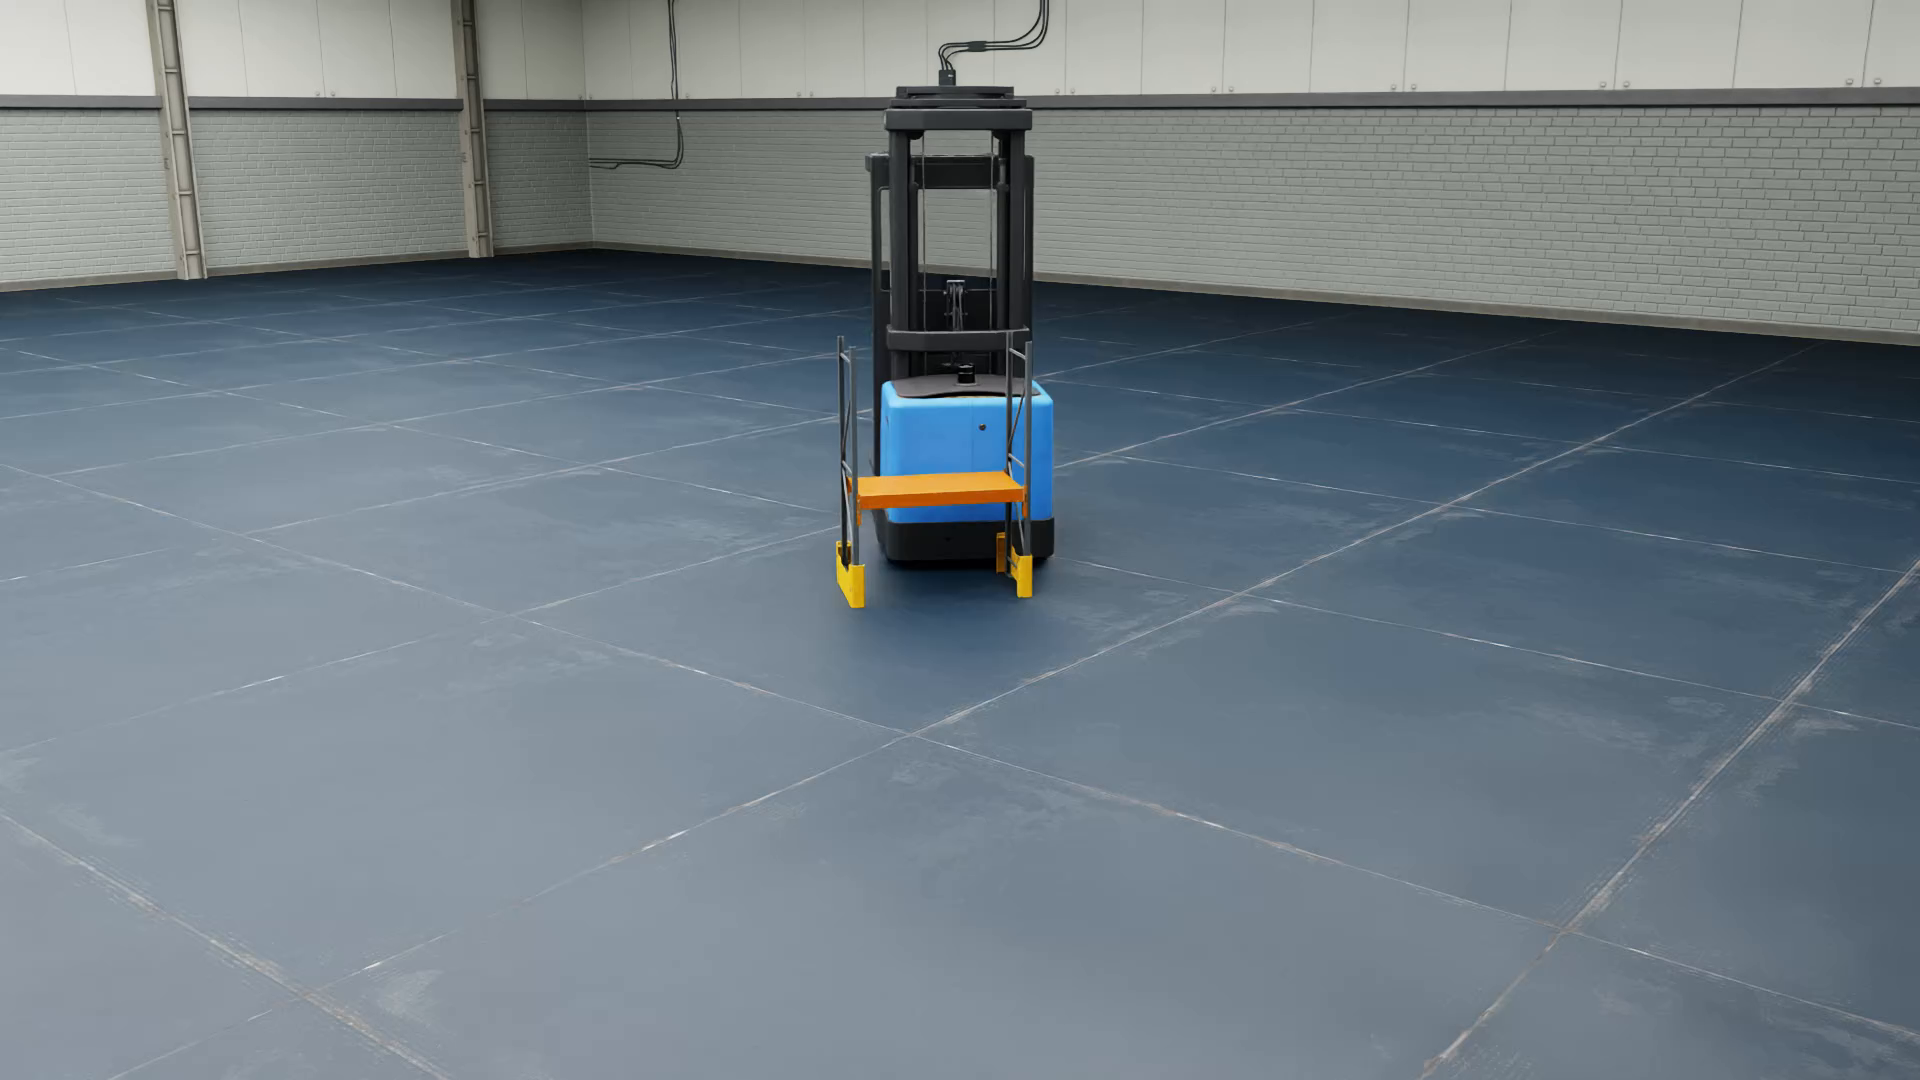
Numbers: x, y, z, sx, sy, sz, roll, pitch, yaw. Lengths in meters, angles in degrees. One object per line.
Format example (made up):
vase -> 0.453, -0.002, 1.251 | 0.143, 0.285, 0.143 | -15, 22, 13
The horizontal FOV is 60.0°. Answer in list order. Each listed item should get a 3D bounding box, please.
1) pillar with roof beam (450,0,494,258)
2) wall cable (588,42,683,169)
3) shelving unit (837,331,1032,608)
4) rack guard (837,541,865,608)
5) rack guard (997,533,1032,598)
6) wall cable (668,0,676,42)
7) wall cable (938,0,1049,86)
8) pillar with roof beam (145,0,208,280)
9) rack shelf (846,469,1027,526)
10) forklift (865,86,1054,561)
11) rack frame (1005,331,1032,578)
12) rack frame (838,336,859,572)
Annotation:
pillar with roof beam -> -6.364, -9.439, 30.002 | 9.100, 9.000, 0.400 | 11, 18, 38
wall cable -> -6.832, -8.960, 34.422 | 3.097, 2.526, 0.112 | 11, 18, 38
shelving unit -> -0.160, -0.433, 9.780 | 1.083, 1.500, 0.587 | -3, 15, -12
rack guard -> -0.647, 0.199, 9.831 | 0.087, 0.250, 0.587 | -3, 15, -12
rack guard -> 0.326, 0.147, 10.038 | 0.087, 0.250, 0.587 | -3, 15, -12
wall cable -> -4.728, -10.989, 32.152 | 3.097, 2.526, 0.112 | 11, 18, 38
wall cable -> 0.542, -10.641, 27.826 | 2.305, 6.003, 0.169 | 11, 18, 38
pillar with roof beam -> -10.135, -8.290, 25.479 | 9.100, 9.000, 0.400 | 11, 18, 38
rack shelf -> -0.151, -0.259, 9.827 | 1.000, 0.185, 0.538 | -3, 15, -12
forklift -> -0.079, -1.603, 11.479 | 1.130, 2.935, 3.031 | -2, 14, -6
rack frame -> 0.345, -0.460, 9.888 | 0.032, 1.500, 0.500 | -3, 15, -12
rack frame -> -0.648, -0.406, 9.677 | 0.032, 1.500, 0.500 | -3, 15, -12
